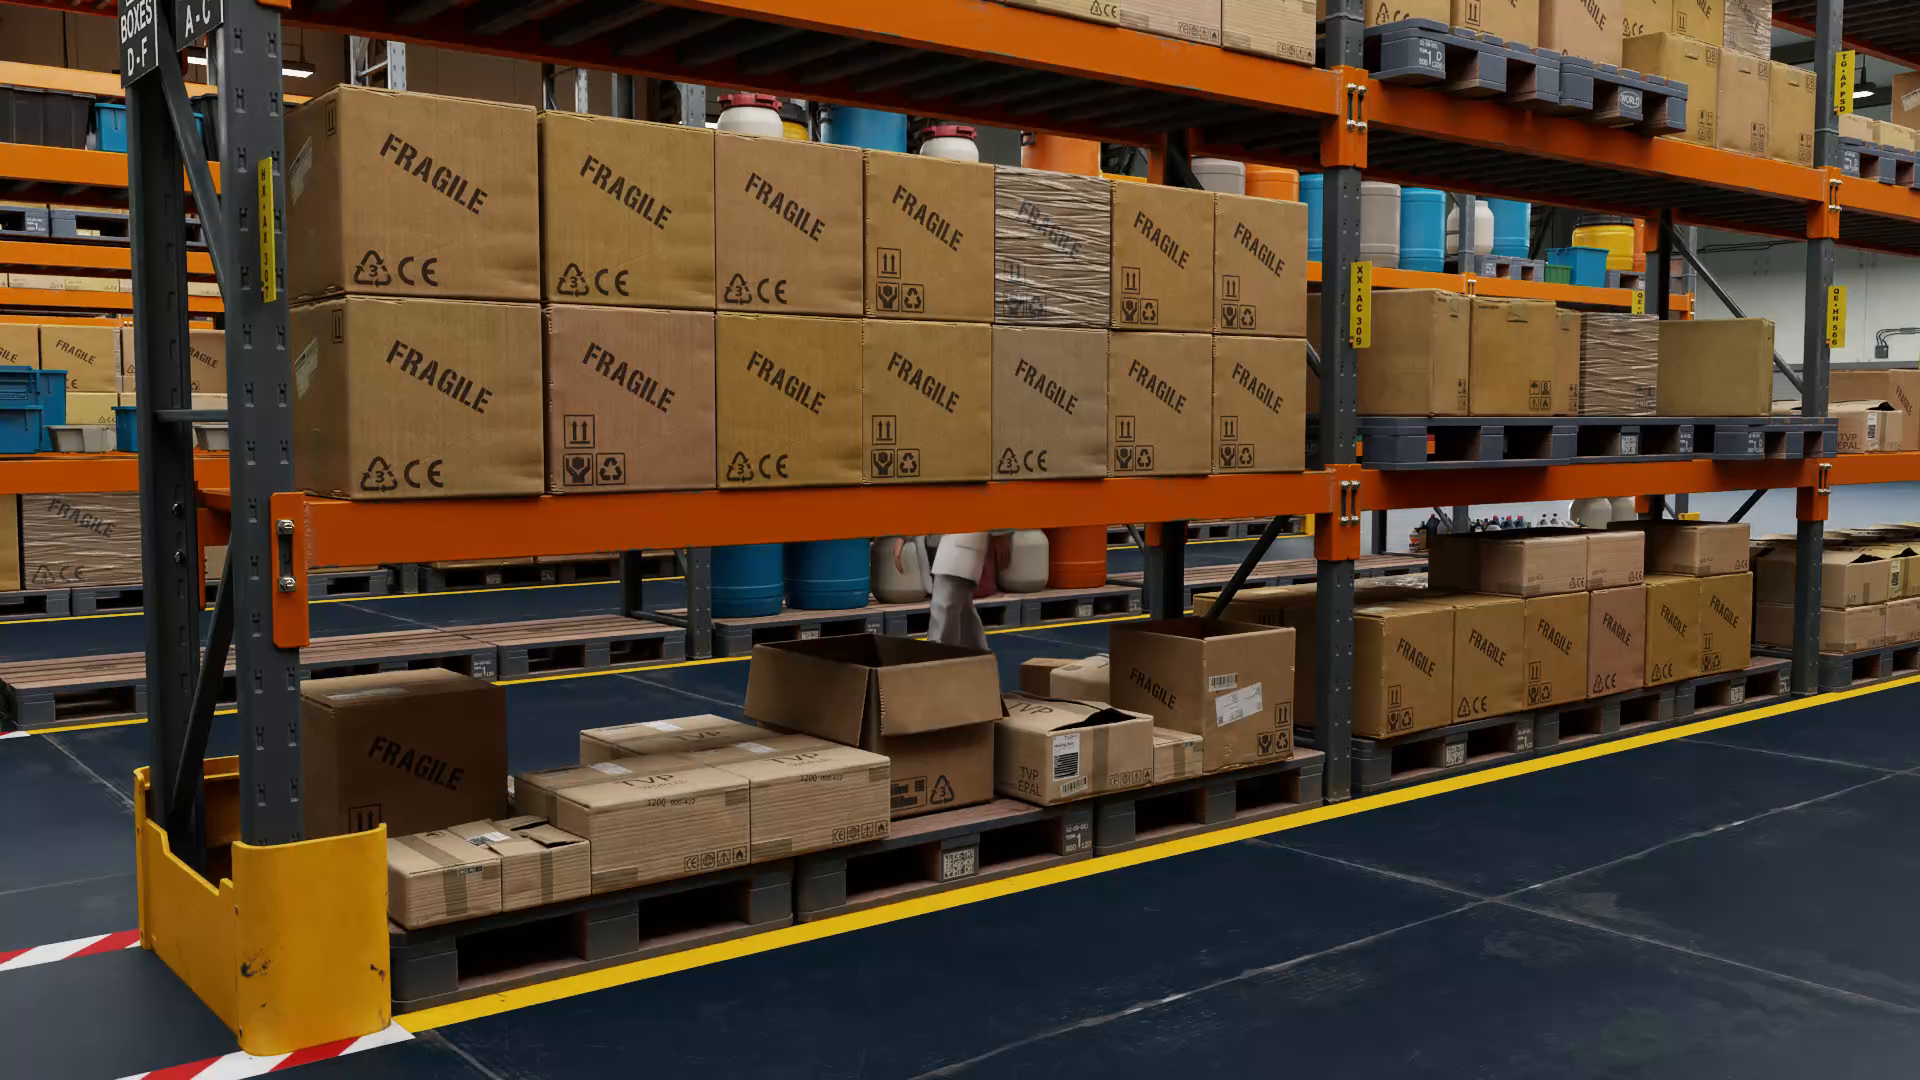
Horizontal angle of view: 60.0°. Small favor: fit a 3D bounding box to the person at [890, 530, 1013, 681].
[{"bbox_3d":[-0.091,0.005,8.295,0.590,1.760,0.915,3,5,39],"label":"person"}]
